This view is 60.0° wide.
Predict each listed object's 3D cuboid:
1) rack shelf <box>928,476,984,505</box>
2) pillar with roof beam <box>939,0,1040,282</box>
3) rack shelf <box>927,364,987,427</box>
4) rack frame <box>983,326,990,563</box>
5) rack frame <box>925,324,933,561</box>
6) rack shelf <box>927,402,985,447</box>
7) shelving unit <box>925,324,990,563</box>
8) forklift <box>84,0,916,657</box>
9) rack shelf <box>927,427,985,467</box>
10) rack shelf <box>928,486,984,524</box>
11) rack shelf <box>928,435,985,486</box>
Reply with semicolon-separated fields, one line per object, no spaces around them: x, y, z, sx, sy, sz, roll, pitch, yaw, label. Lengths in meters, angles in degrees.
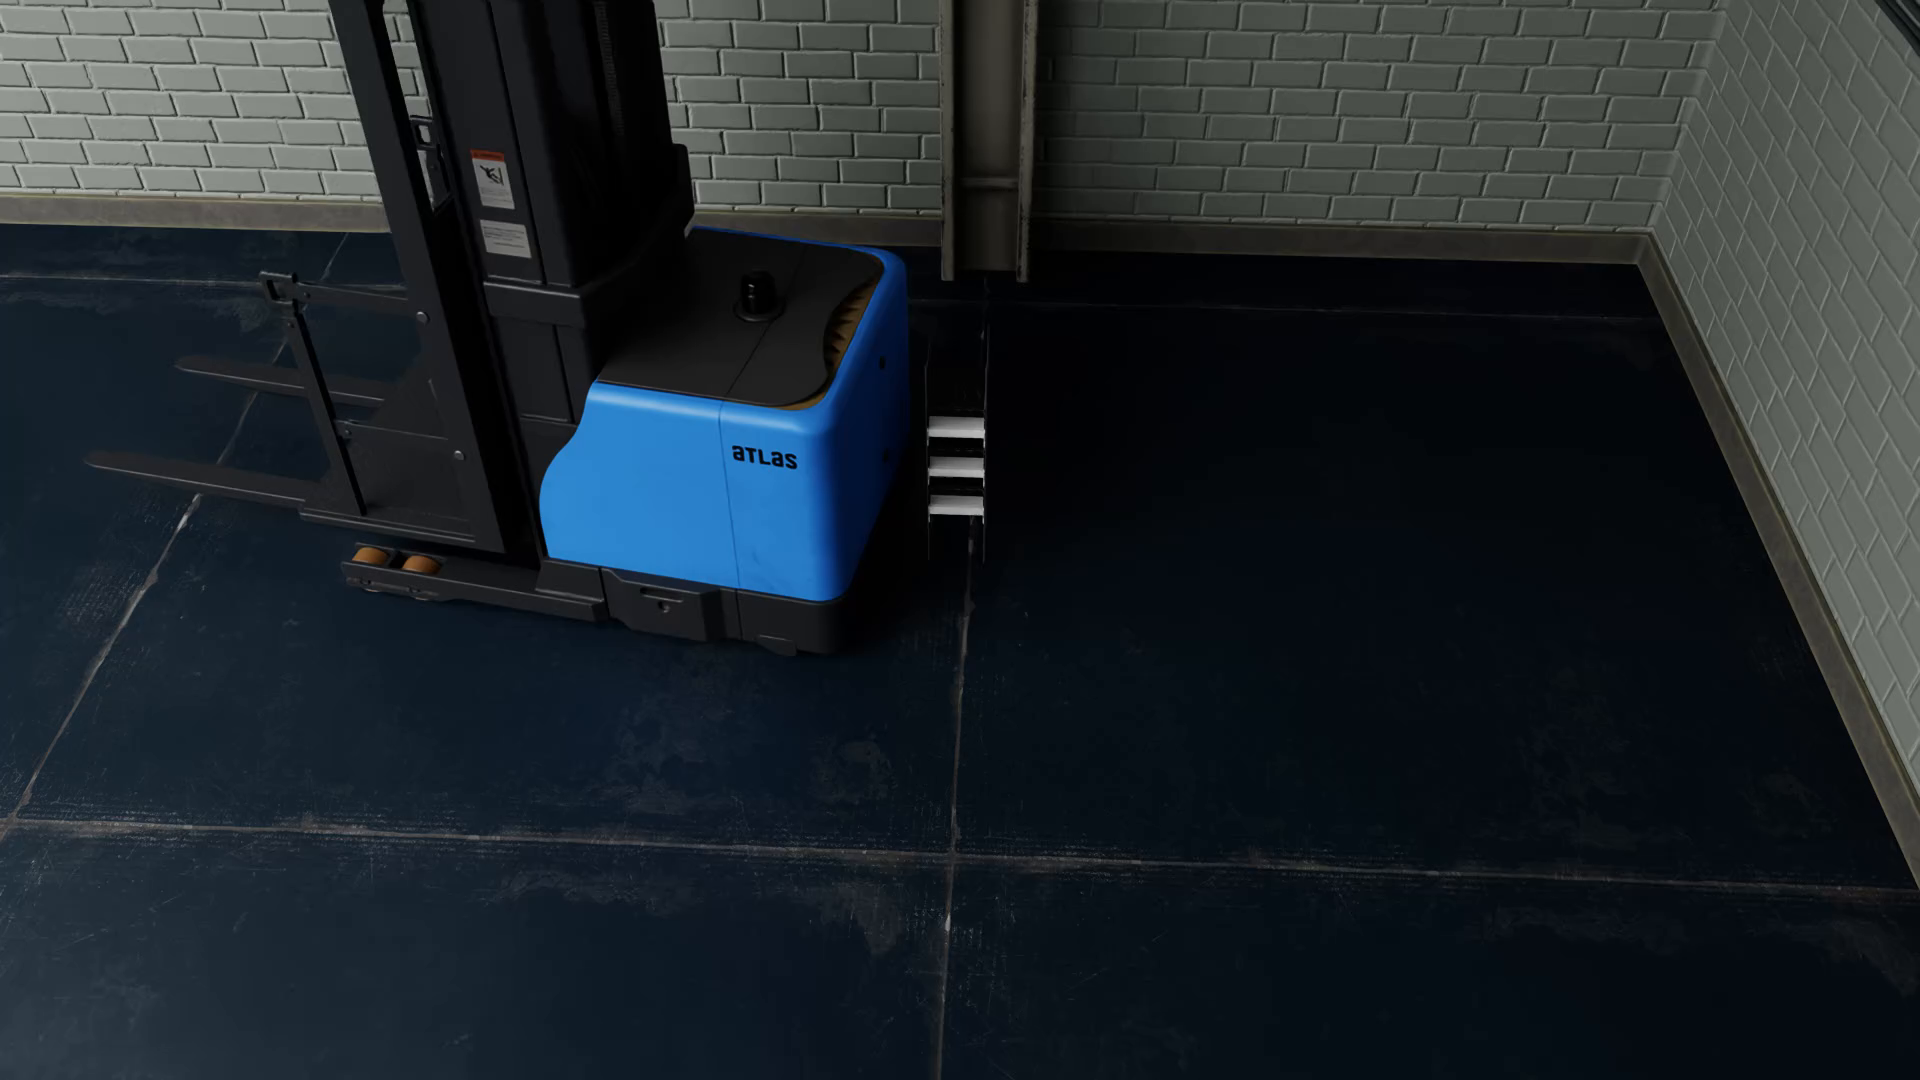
-0.008;-0.239;6.028;0.200;0.077;0.258;2;43;2;rack shelf
-0.071;-1.634;1.402;0.400;9.000;9.100;2;43;2;pillar with roof beam
-0.008;-0.503;5.782;0.200;0.077;0.258;2;43;2;rack shelf
0.093;-0.326;5.940;0.006;0.900;0.240;2;43;2;rack frame
-0.110;-0.333;5.947;0.006;0.900;0.240;2;43;2;rack frame
-0.008;-0.437;5.844;0.200;0.077;0.258;2;43;2;rack shelf
-0.008;-0.330;5.944;0.210;0.900;0.258;2;43;2;shelving unit
-1.743;-1.194;5.381;3.031;2.935;1.130;9;44;9;forklift
-0.008;-0.371;5.905;0.200;0.077;0.258;2;43;2;rack shelf
-0.008;-0.173;6.089;0.200;0.077;0.258;2;43;2;rack shelf
-0.008;-0.305;5.966;0.200;0.077;0.258;2;43;2;rack shelf
